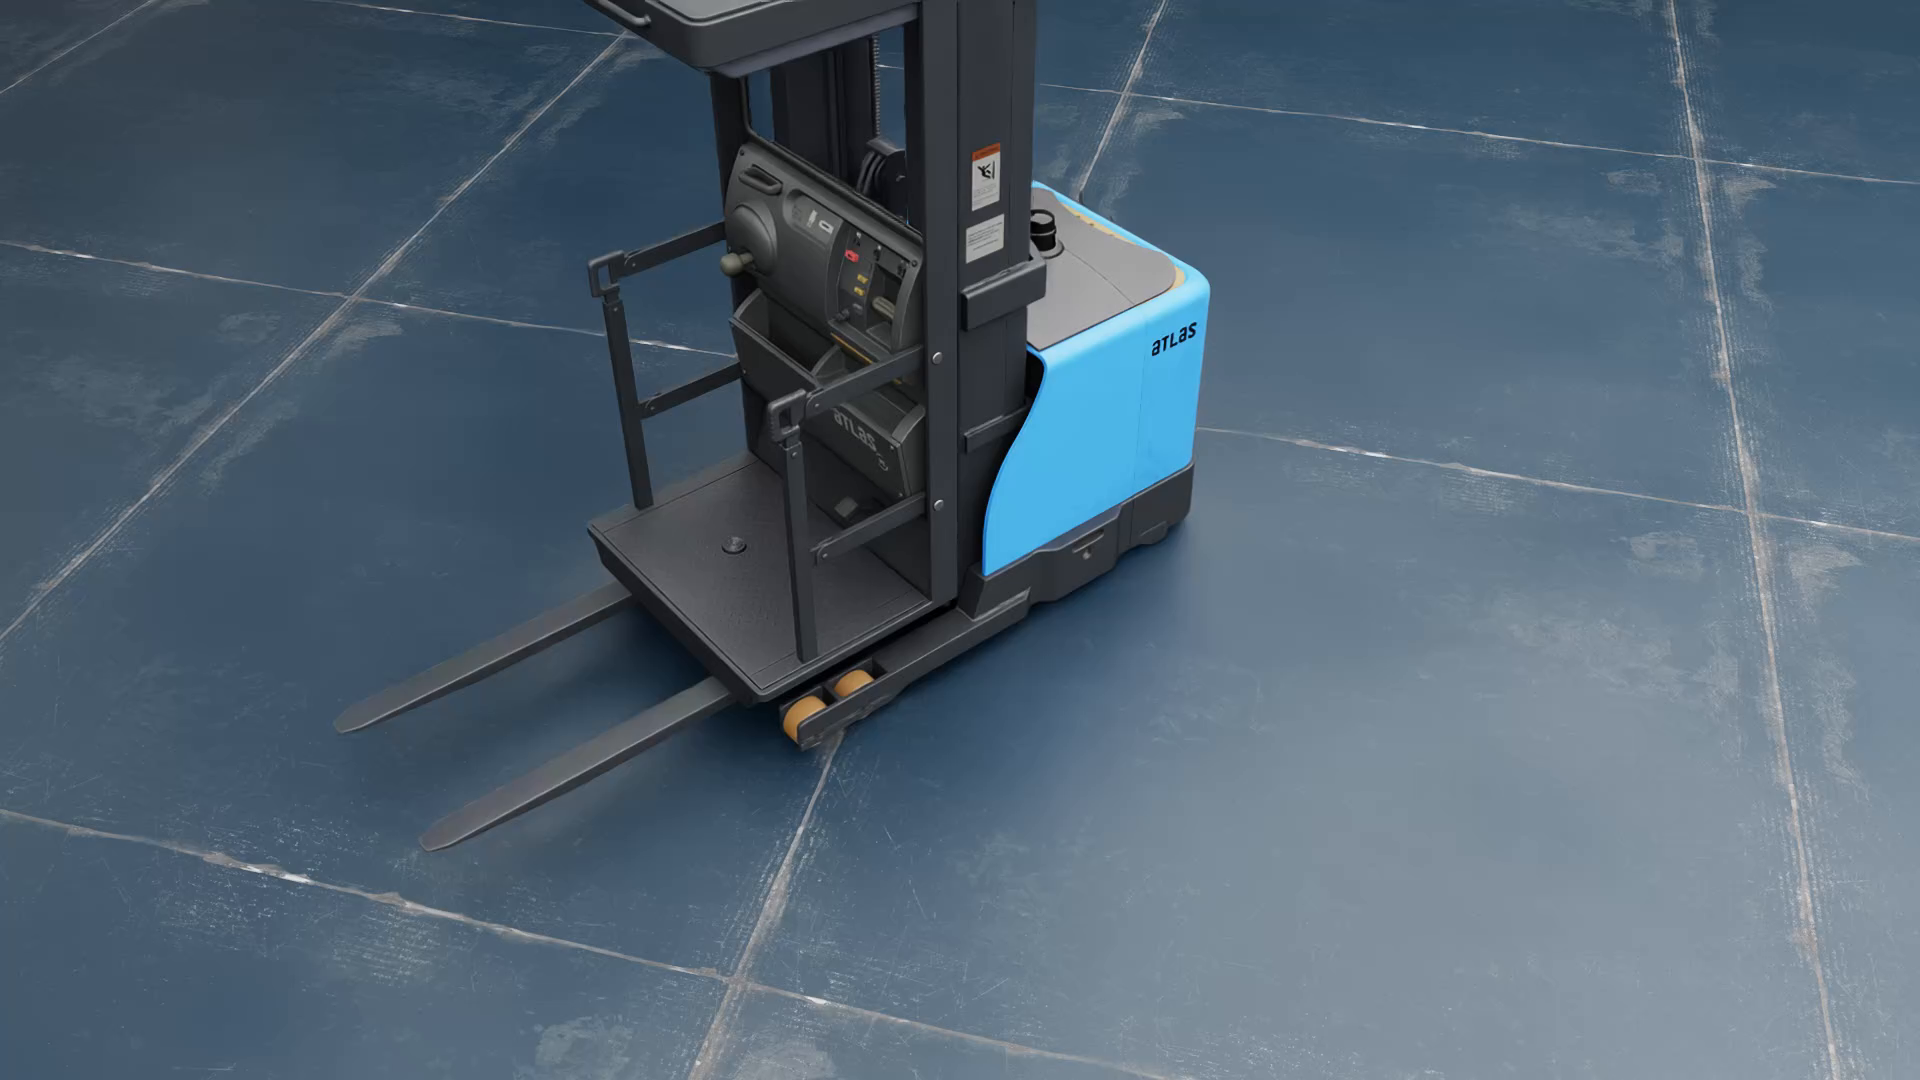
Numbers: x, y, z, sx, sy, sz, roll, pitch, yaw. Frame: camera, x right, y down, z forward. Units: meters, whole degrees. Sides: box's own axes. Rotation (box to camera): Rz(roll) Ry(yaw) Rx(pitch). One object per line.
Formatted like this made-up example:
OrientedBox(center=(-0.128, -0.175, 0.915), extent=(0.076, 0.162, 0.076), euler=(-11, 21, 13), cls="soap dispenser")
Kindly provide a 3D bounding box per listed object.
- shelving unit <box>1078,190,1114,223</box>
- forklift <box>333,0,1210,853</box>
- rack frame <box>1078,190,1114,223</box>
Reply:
OrientedBox(center=(0.435, -0.919, 6.645), extent=(0.210, 0.900, 0.258), euler=(-19, 44, -22), cls="shelving unit")
OrientedBox(center=(-0.590, -0.829, 4.959), extent=(3.031, 2.935, 1.130), euler=(-28, 47, -29), cls="forklift")
OrientedBox(center=(0.524, -0.951, 6.682), extent=(0.006, 0.900, 0.240), euler=(-19, 44, -22), cls="rack frame")
